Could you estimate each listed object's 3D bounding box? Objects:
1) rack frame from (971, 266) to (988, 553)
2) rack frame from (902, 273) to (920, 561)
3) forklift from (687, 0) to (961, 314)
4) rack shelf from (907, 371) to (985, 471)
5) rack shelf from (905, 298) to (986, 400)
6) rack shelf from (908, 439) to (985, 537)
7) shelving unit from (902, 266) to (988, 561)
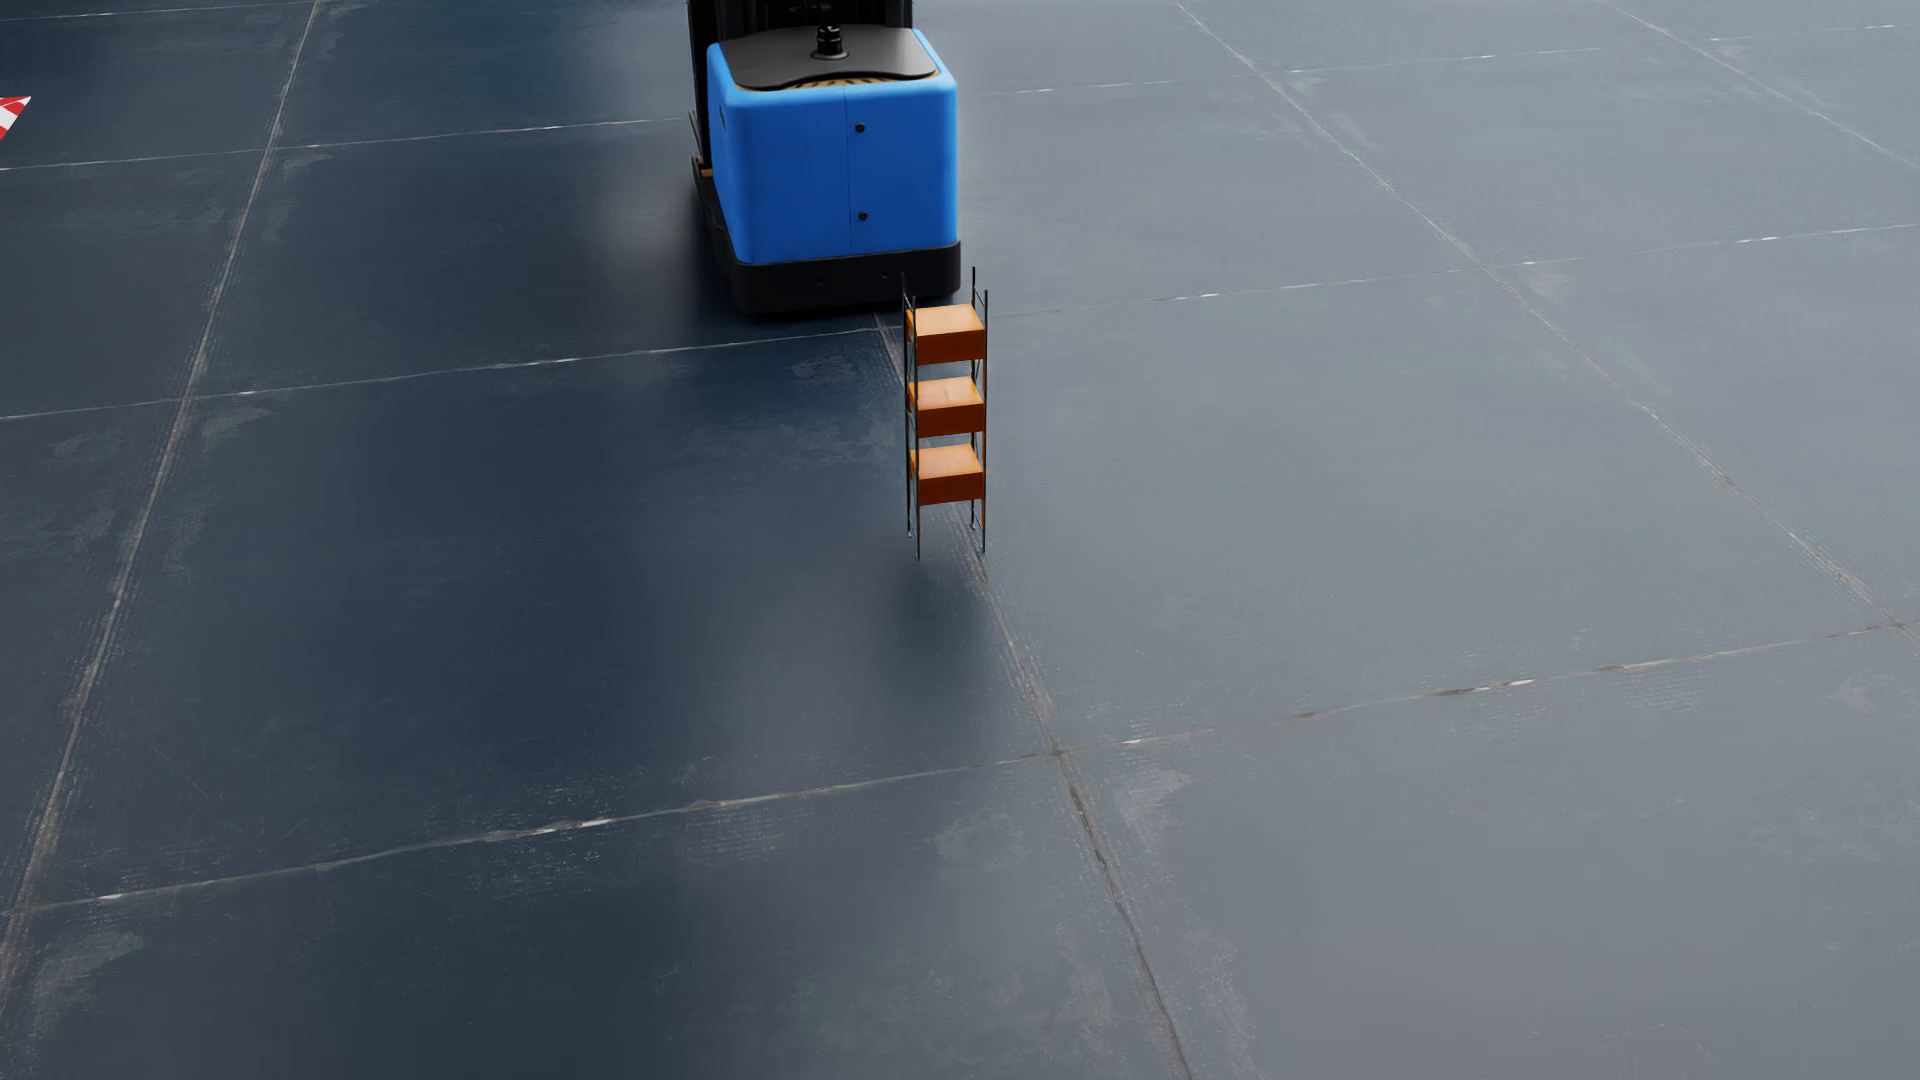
[{"bbox_3d":[0.067,-0.444,5.882,0.008,1.050,0.200,-7,35,-11],"label":"rack frame"},{"bbox_3d":[-0.171,-0.414,5.838,0.008,1.050,0.200,-7,35,-11],"label":"rack frame"},{"bbox_3d":[-0.832,-3.062,8.095,1.130,2.935,3.031,-7,35,-11],"label":"forklift"},{"bbox_3d":[-0.052,-0.421,5.866,0.240,0.259,0.215,-7,35,-11],"label":"rack shelf"},{"bbox_3d":[-0.052,-0.656,5.708,0.240,0.259,0.215,-7,35,-11],"label":"rack shelf"},{"bbox_3d":[-0.052,-0.190,6.021,0.240,0.259,0.215,-7,35,-11],"label":"rack shelf"},{"bbox_3d":[-0.052,-0.429,5.860,0.252,1.050,0.215,-7,35,-11],"label":"shelving unit"}]
